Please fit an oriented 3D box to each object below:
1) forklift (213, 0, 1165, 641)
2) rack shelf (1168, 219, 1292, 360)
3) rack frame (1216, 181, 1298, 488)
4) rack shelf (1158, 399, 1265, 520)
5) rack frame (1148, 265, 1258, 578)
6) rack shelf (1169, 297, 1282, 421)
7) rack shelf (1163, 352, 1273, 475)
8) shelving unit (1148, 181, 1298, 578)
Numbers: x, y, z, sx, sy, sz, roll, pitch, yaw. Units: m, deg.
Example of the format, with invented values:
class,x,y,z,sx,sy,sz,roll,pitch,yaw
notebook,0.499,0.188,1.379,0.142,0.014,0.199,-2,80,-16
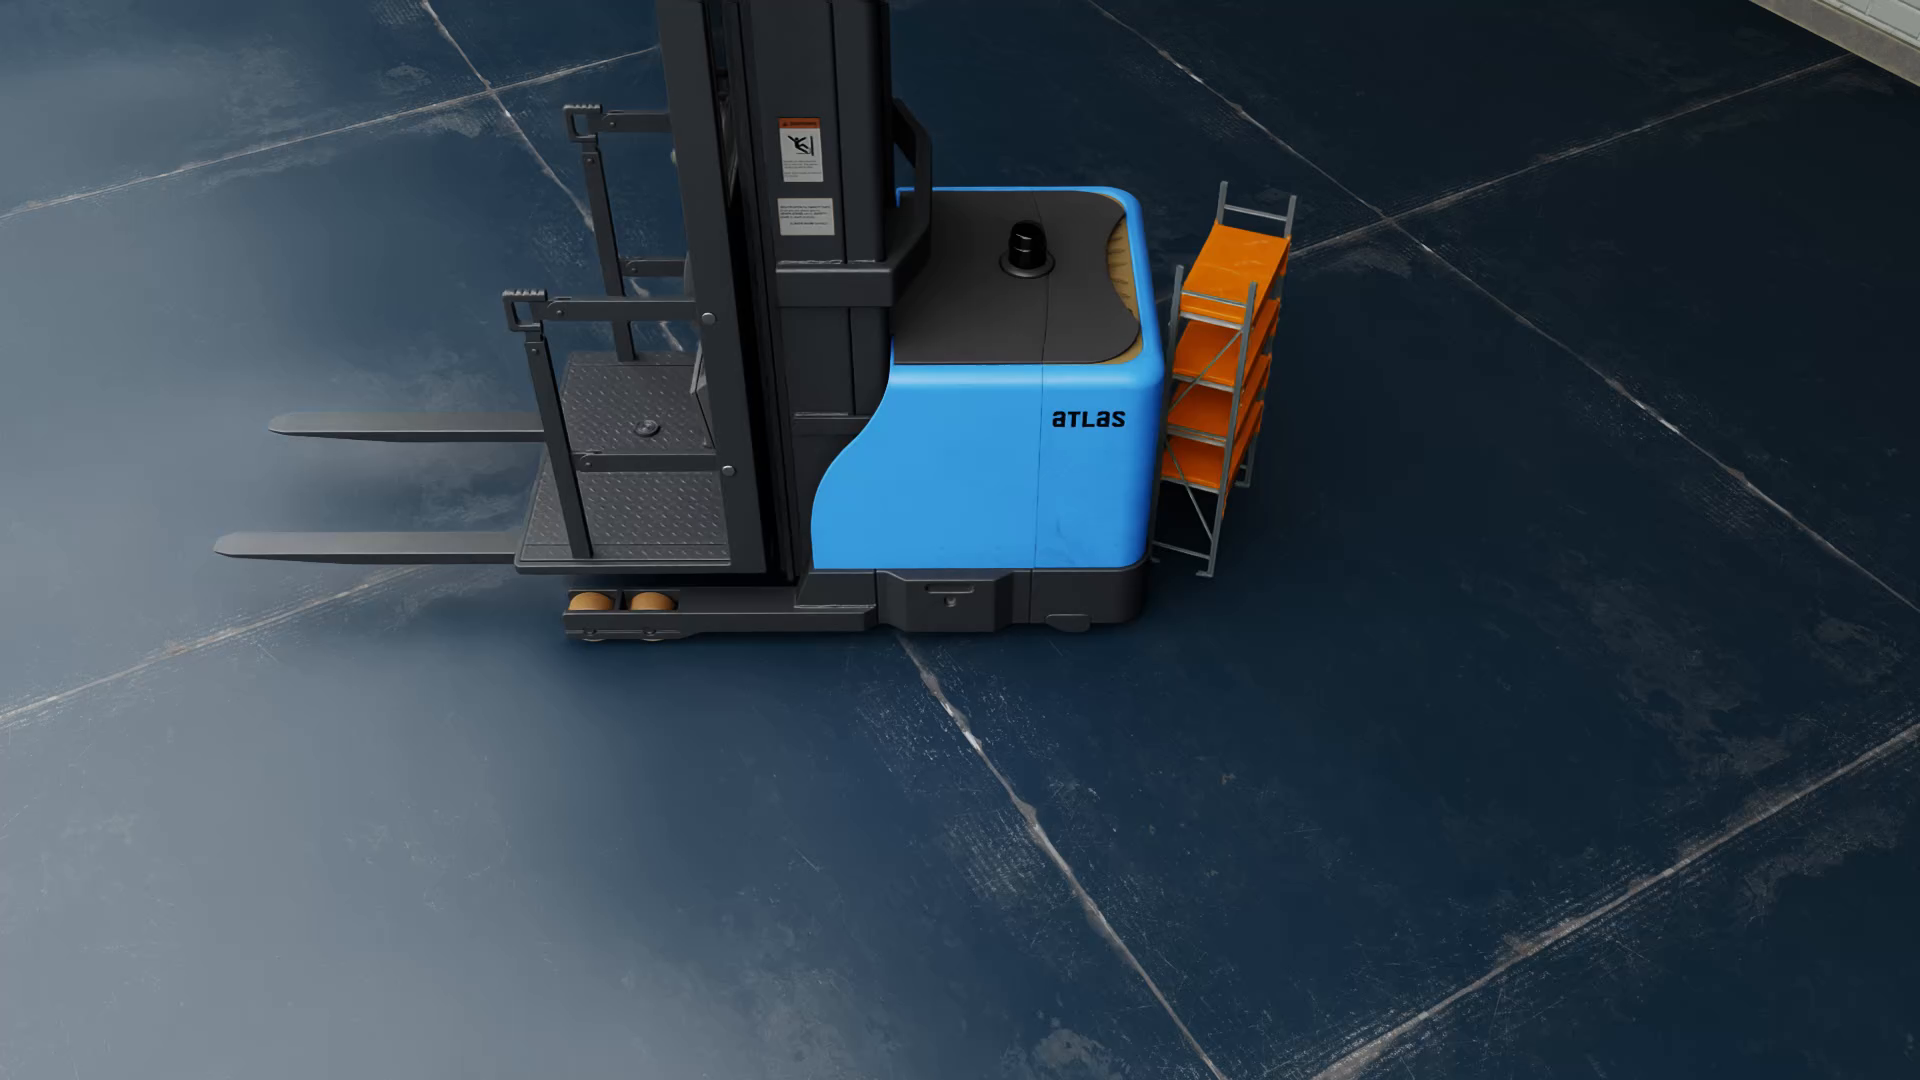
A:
class,x,y,z,sx,sy,sz,roll,pitch,yaw
forklift,-0.913,-1.093,4.771,3.031,2.935,1.130,0,44,0
rack shelf,0.834,-0.777,5.125,0.258,0.148,0.480,16,46,15
rack frame,0.925,-0.653,5.561,0.240,1.200,0.015,16,46,15
rack shelf,0.834,-0.305,5.584,0.258,0.148,0.480,16,46,15
rack frame,0.744,-0.338,5.236,0.240,1.200,0.015,16,46,15
rack shelf,0.834,-0.608,5.290,0.258,0.148,0.480,16,46,15
rack shelf,0.834,-0.447,5.446,0.258,0.148,0.480,16,46,15
shelving unit,0.834,-0.495,5.399,0.258,1.200,0.503,16,46,15
